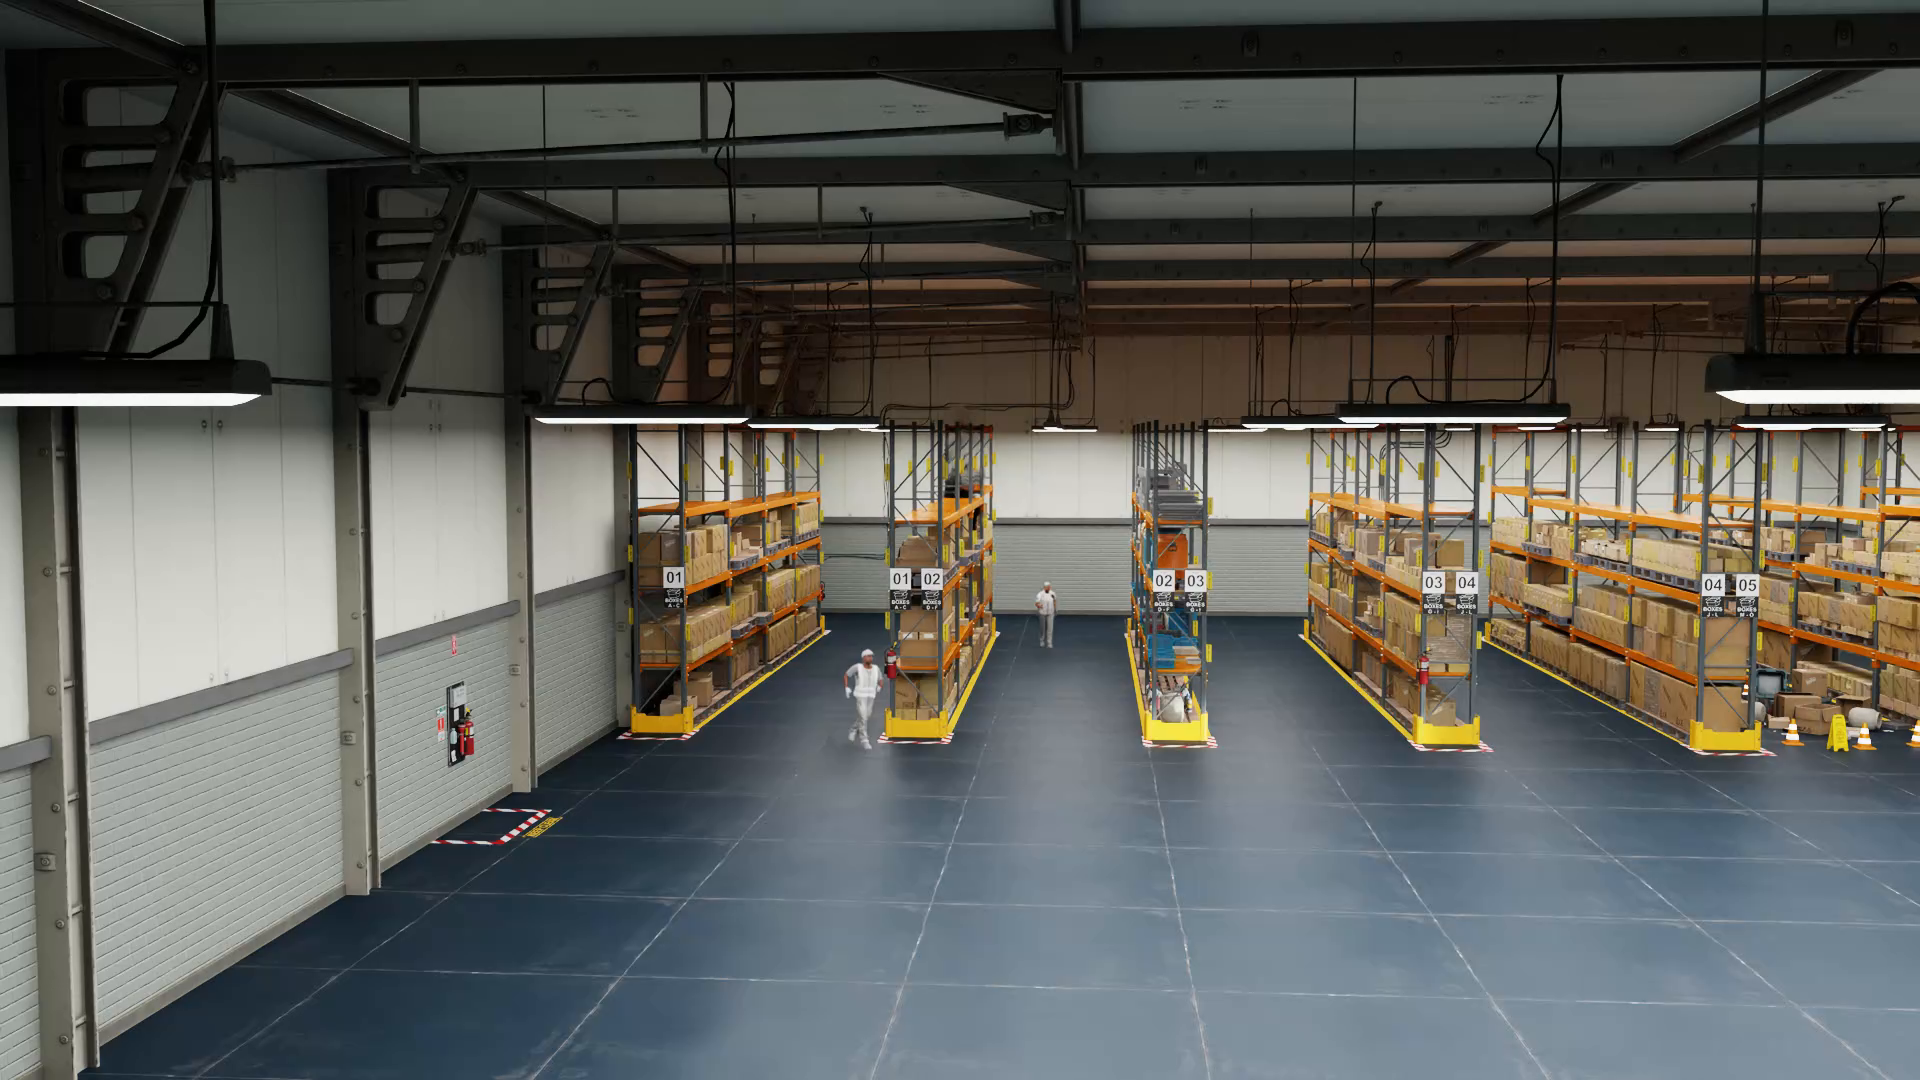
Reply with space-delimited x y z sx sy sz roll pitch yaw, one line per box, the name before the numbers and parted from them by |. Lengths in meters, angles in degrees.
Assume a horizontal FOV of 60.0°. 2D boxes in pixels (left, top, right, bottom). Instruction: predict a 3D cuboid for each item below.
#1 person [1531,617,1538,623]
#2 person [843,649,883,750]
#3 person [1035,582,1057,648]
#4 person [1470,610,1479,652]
person | 16.144 1.869 47.068 0.660 1.754 0.675 -3 5 -42
person | -1.722 2.901 30.516 0.724 1.758 0.914 -2 4 -31
person | 2.226 1.914 42.744 0.592 1.689 0.825 0 4 -7
person | 13.298 2.160 43.548 0.550 1.602 0.545 0 4 5
